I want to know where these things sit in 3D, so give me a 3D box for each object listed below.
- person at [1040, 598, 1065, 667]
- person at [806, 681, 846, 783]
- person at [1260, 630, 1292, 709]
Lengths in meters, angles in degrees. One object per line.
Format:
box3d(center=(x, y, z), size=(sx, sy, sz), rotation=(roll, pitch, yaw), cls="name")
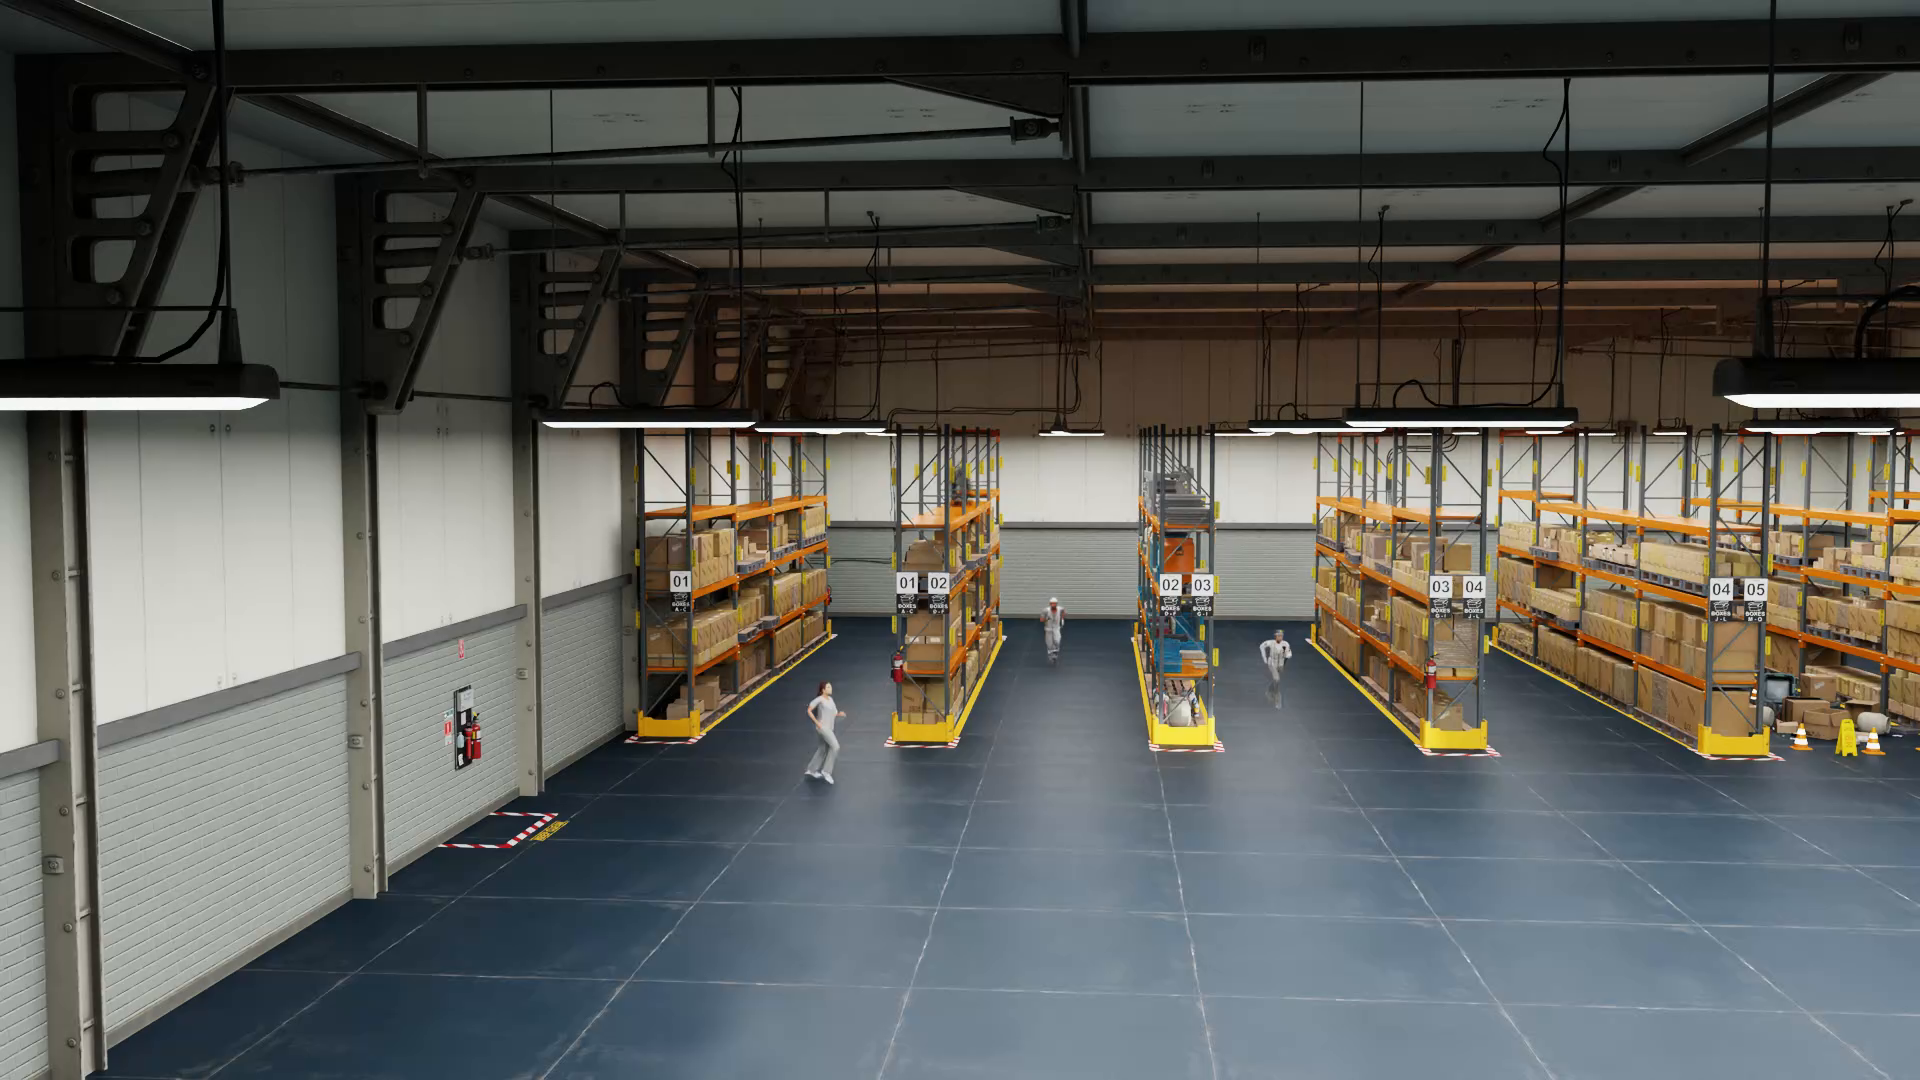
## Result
box3d(center=(2.330, 2.299, 41.836), size=(0.645, 1.743, 0.935), rotation=(0, 3, 0), cls="person")
box3d(center=(-2.254, 3.202, 27.811), size=(0.726, 1.708, 0.542), rotation=(1, 4, 20), cls="person")
box3d(center=(6.765, 2.731, 35.696), size=(0.609, 1.695, 0.923), rotation=(-1, 4, -12), cls="person")
